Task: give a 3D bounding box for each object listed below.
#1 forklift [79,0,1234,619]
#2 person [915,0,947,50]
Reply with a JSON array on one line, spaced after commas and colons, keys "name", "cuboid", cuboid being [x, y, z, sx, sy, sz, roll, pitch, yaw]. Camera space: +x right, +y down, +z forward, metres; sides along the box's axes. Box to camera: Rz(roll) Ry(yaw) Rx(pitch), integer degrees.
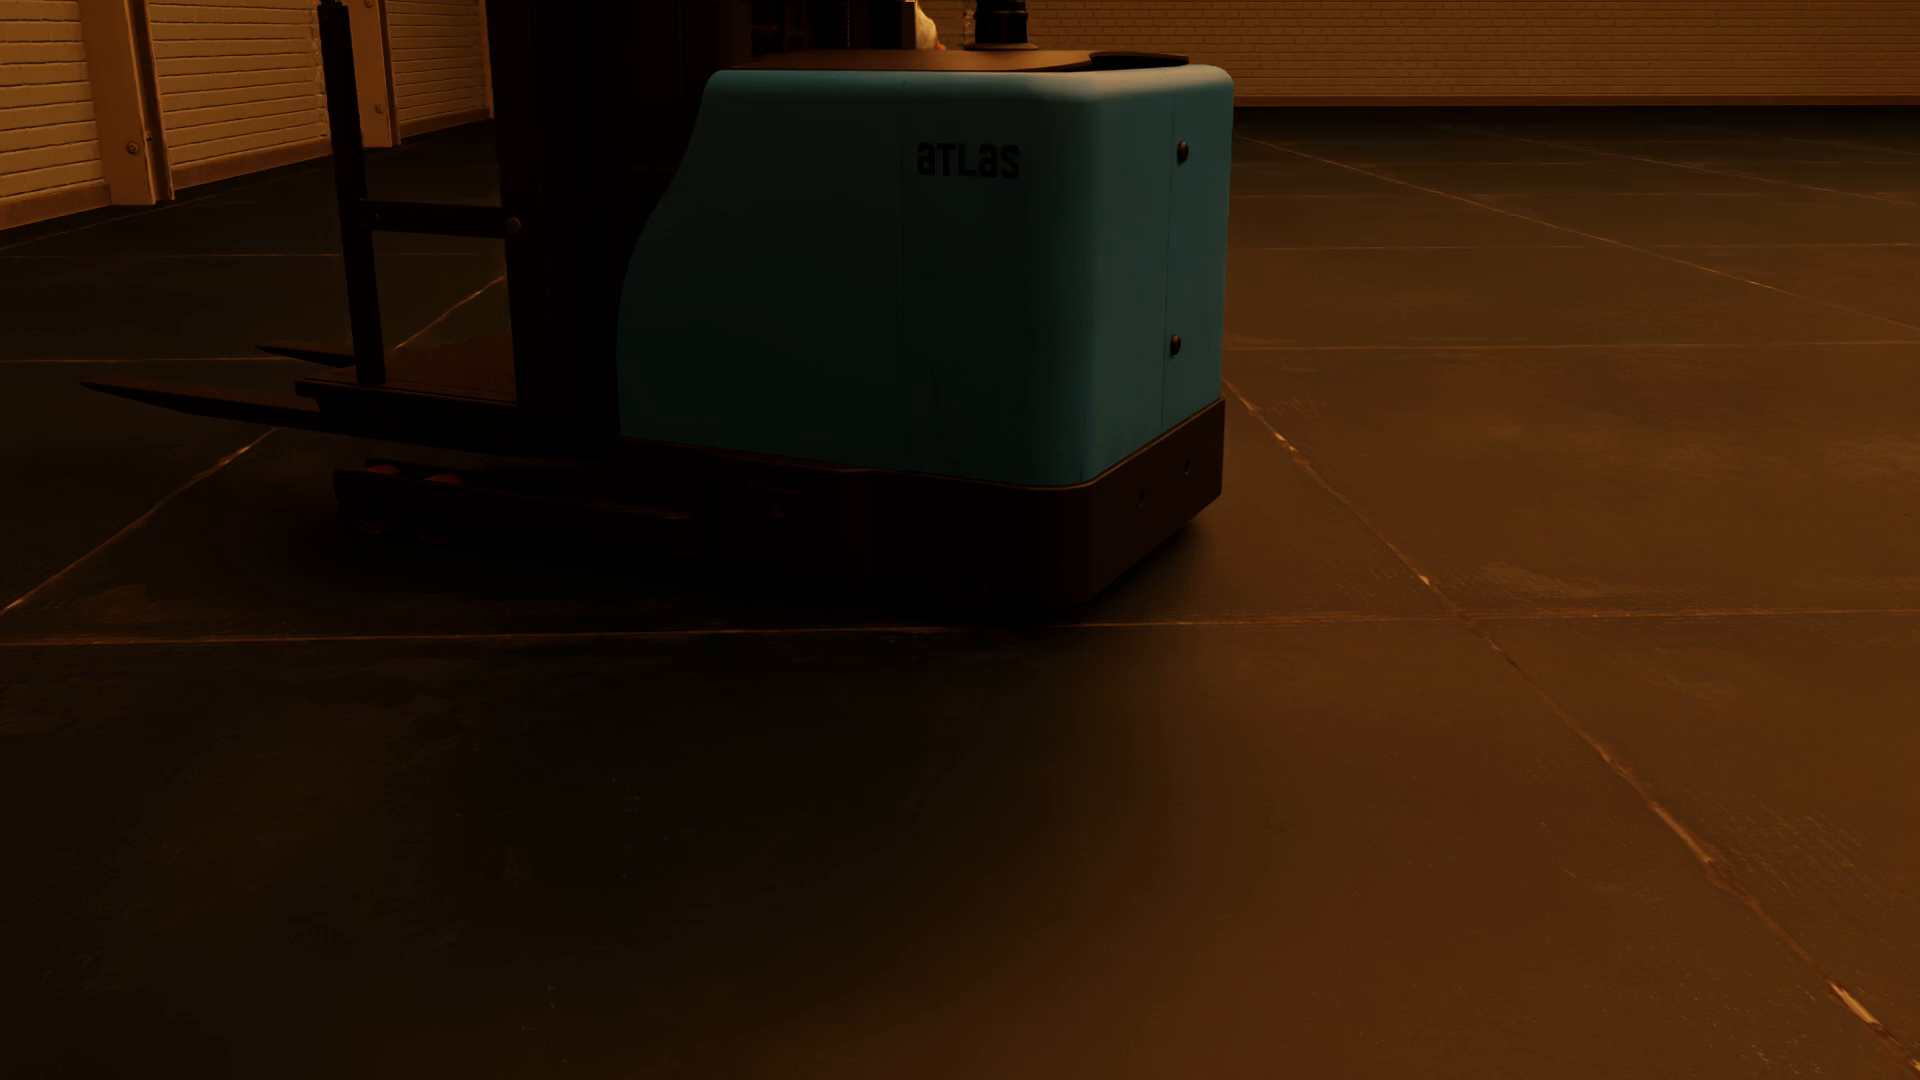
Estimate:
[{"name": "forklift", "cuboid": [-0.920, -1.520, 3.877, 3.031, 2.935, 1.130, 8, 19, 24]}, {"name": "person", "cuboid": [-0.342, -1.131, 4.937, 0.914, 1.585, 0.838, -7, 18, -22]}]
